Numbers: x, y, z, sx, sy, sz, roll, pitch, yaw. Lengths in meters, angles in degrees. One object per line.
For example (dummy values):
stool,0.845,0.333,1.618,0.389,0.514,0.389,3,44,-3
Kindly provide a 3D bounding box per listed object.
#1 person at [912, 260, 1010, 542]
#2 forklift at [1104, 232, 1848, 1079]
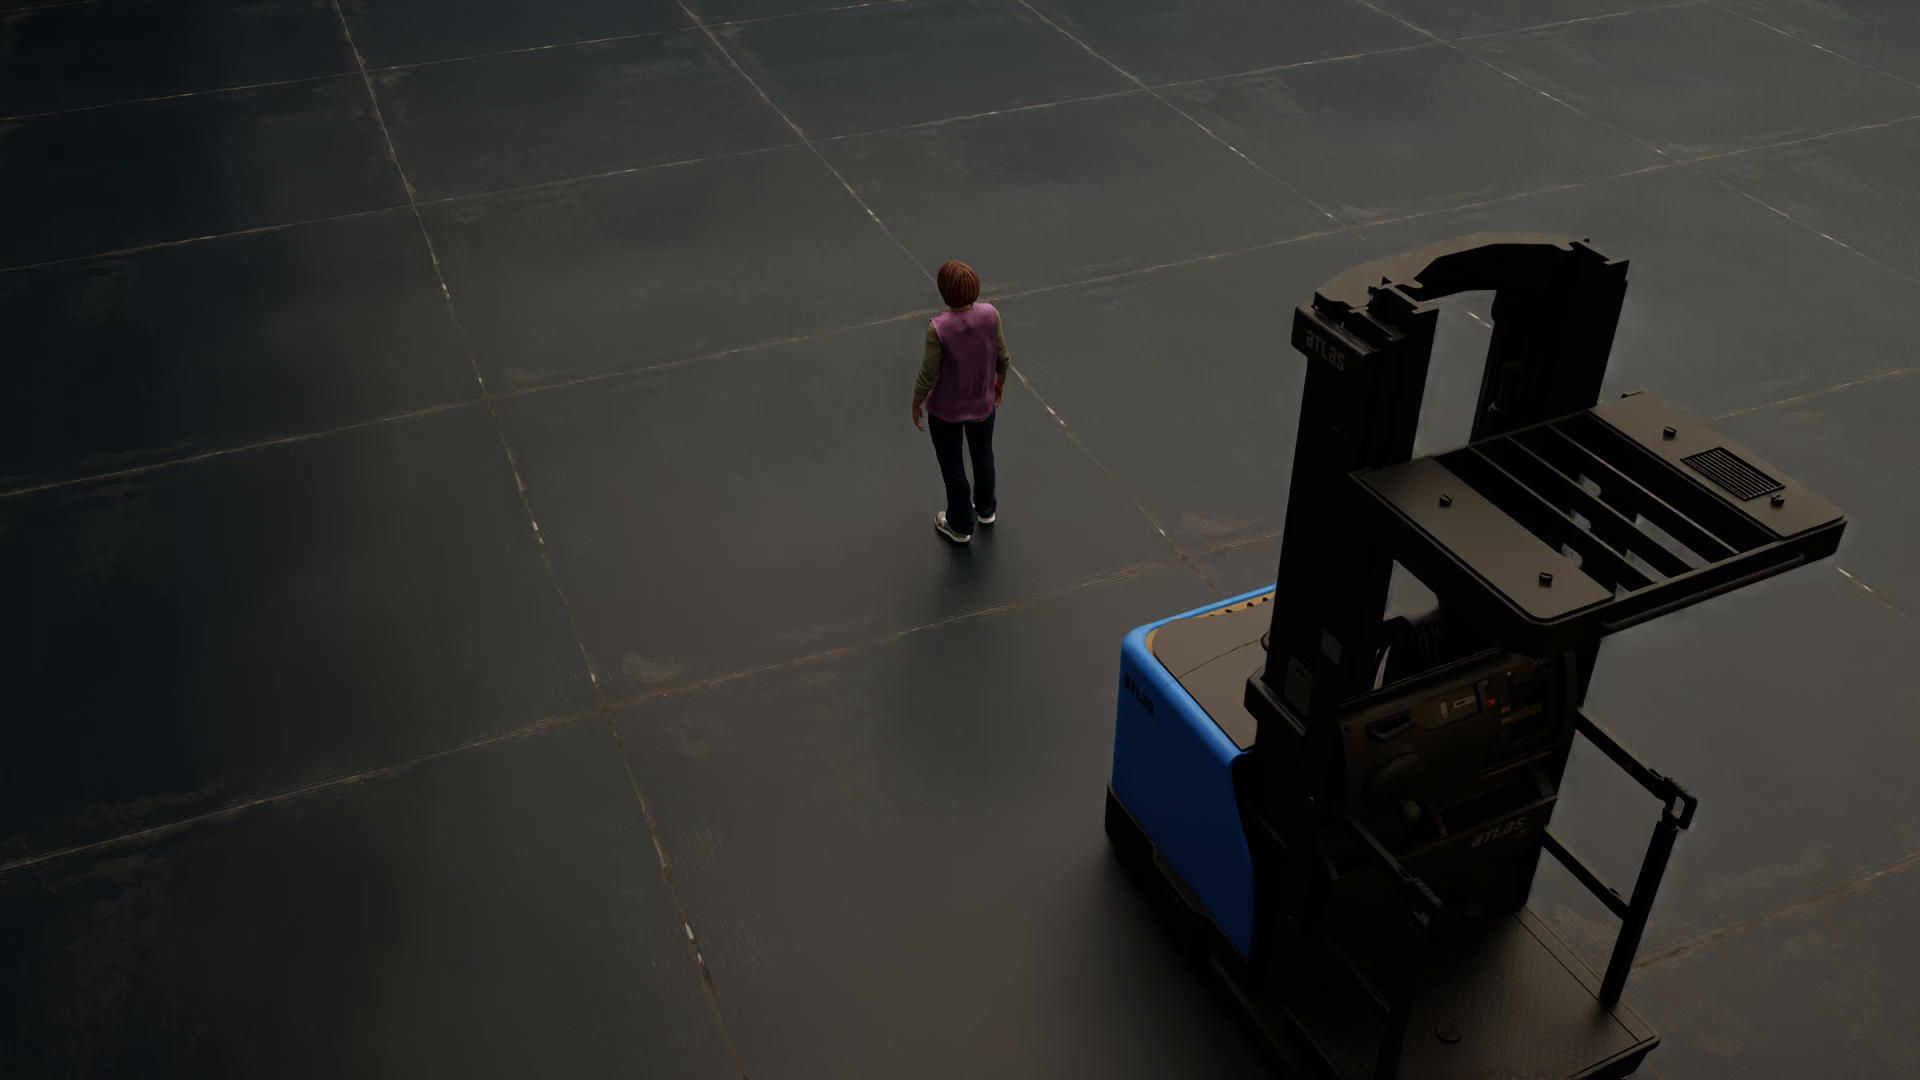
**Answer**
person,-0.016,-0.699,8.220,0.520,1.597,0.476,-14,38,-19
forklift,1.690,0.675,5.150,1.130,2.935,3.031,-16,38,-21
